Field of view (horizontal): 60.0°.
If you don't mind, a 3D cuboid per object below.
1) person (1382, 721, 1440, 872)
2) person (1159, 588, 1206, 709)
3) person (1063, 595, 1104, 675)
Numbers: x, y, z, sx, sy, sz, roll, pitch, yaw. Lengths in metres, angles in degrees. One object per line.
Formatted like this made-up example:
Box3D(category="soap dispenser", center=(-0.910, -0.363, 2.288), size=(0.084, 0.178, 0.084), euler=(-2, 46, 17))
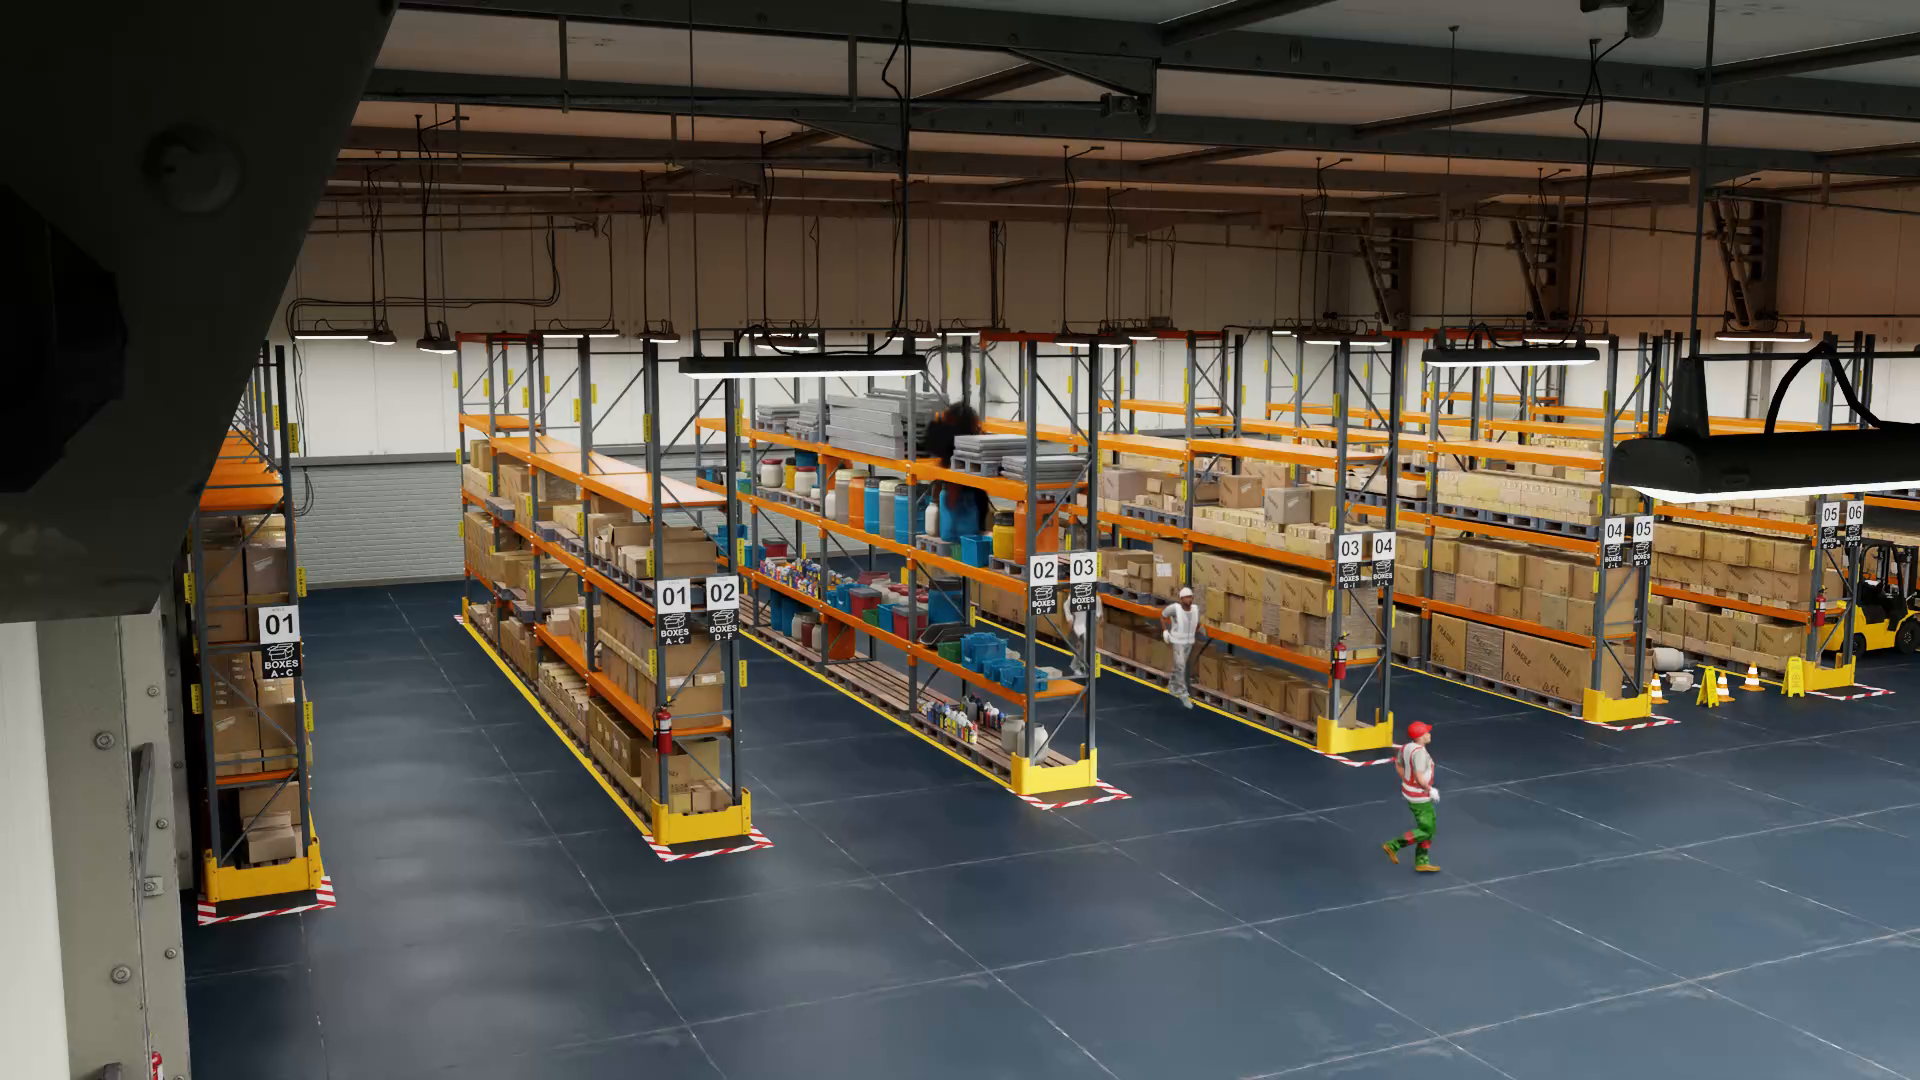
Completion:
Box3D(category="person", center=(5.156, 2.928, 18.934), size=(0.707, 1.756, 0.664), euler=(0, 8, -1))
Box3D(category="person", center=(3.507, 1.658, 26.144), size=(0.599, 1.863, 0.875), euler=(-5, 9, -31))
Box3D(category="person", center=(2.150, 1.601, 28.786), size=(0.626, 1.650, 0.980), euler=(-4, 9, -30))
